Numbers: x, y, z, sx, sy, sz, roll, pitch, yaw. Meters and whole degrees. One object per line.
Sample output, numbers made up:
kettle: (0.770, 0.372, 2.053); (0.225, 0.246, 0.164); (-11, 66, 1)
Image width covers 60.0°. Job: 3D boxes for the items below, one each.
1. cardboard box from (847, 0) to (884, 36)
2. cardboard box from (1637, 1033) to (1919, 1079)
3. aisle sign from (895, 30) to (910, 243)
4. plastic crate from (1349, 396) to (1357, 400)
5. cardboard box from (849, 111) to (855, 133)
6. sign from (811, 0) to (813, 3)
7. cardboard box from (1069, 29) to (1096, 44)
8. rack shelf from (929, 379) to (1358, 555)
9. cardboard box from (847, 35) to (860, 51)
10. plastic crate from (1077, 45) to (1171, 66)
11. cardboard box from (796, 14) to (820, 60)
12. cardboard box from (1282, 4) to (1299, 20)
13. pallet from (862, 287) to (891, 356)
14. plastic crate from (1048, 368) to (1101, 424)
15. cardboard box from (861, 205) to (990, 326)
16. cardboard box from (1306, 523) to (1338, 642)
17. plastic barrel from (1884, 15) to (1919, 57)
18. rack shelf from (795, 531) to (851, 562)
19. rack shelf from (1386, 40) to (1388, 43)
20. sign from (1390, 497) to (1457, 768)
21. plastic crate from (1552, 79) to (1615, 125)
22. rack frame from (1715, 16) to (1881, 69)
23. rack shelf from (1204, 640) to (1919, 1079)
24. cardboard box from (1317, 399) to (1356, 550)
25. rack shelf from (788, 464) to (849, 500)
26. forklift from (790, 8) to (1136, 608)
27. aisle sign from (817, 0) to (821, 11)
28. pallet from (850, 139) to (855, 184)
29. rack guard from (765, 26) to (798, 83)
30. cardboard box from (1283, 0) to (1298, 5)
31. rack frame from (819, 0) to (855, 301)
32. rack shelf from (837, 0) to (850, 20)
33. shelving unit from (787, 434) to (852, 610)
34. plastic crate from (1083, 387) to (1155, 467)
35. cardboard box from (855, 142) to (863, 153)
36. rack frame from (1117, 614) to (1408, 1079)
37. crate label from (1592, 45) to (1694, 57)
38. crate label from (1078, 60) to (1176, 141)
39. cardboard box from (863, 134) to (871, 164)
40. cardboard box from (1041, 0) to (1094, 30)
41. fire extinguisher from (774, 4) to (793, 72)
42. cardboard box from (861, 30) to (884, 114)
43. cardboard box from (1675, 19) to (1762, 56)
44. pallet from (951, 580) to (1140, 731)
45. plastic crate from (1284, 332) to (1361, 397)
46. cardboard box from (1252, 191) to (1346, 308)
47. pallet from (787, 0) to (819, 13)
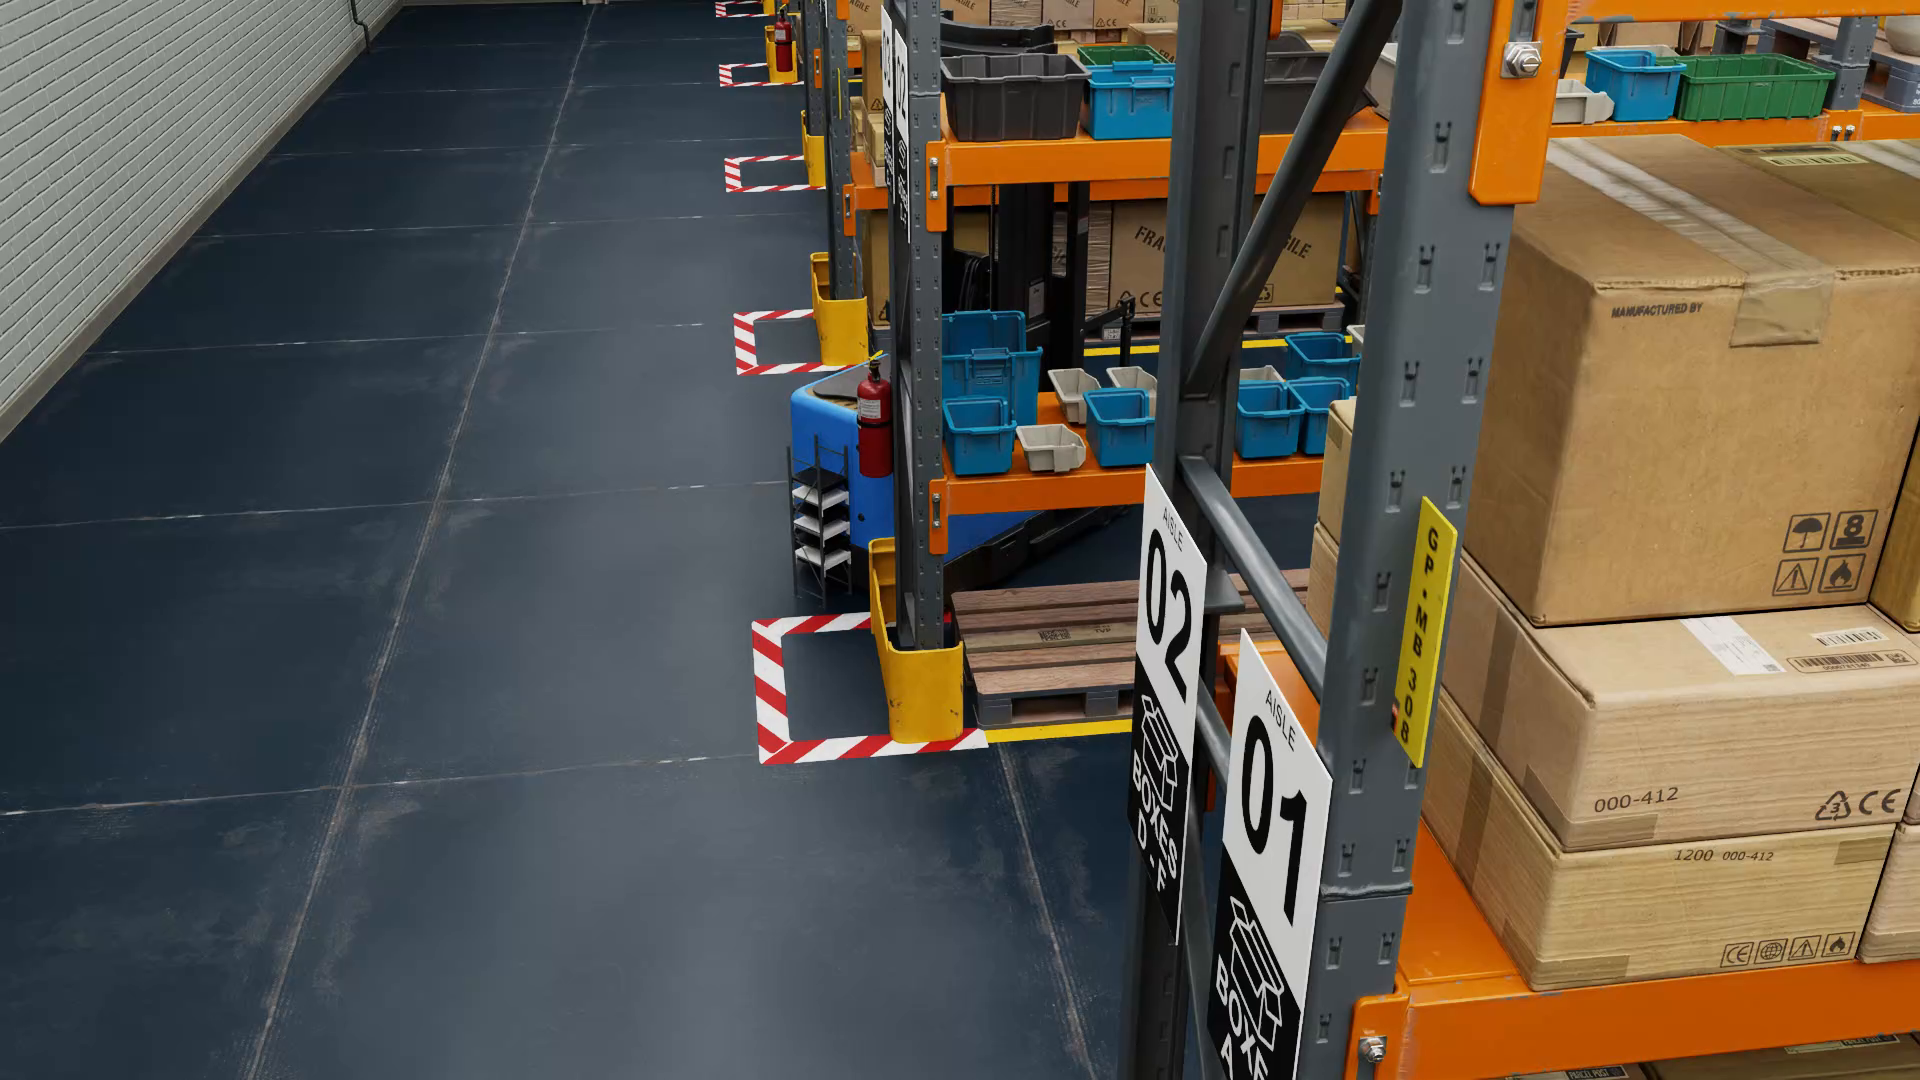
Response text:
cardboard box: (-1.006, -5.216, 16.195); (0.500, 0.500, 0.500); (-2, 27, -5)
cardboard box: (1.471, 1.156, 3.006); (0.500, 0.500, 0.500); (-3, 27, -7)
aisle sign: (-0.238, -1.666, 6.864); (0.004, 0.787, 0.394); (-4, 27, -7)
plastic crate: (2.071, -0.565, 7.789); (0.466, 0.136, 0.293); (-4, 27, -7)
cardboard box: (-1.006, -4.349, 17.278); (0.250, 0.149, 0.380); (-4, 27, -8)
sign: (-1.413, -5.276, 15.798); (0.005, 0.325, 0.100); (-4, 27, -7)
cardboard box: (1.186, -5.063, 16.607); (0.250, 0.149, 0.380); (-5, 28, -9)
rack shelf: (1.773, -0.455, 8.140); (4.000, 0.370, 1.077); (-4, 27, -7)
cardboard box: (-1.122, -4.897, 16.283); (0.250, 0.149, 0.380); (-4, 27, -8)
plastic crate: (0.729, -2.080, 7.465); (0.336, 0.188, 0.450); (-4, 27, -7)
cardboard box: (-1.639, -6.501, 21.481); (0.875, 0.438, 0.875); (-5, 28, -9)
cardboard box: (3.200, -5.303, 16.614); (0.250, 0.149, 0.380); (-3, 27, -6)
pallet: (-0.117, -1.733, 12.896); (1.213, 0.211, 1.003); (-4, 27, -7)
plastic crate: (0.575, -0.691, 8.035); (0.243, 0.136, 0.396); (-4, 27, -7)
cardboard box: (-0.275, -2.206, 12.630); (0.875, 0.875, 0.875); (-4, 27, -7)
cardboard box: (0.951, 0.172, 3.009); (0.500, 0.250, 0.500); (-4, 27, -7)
plastic barrel: (4.309, -2.405, 7.256); (0.433, 0.535, 0.433); (0, 27, 0)
rack shelf: (-0.753, 0.015, 9.005); (0.258, 0.077, 0.200); (21, 34, 35)
rack shelf: (4.453, -5.198, 17.382); (4.000, 0.370, 1.077); (-4, 27, -7)
sign: (0.554, 0.113, 2.001); (0.005, 0.325, 0.100); (-4, 27, -7)
plastic crate: (2.547, -1.867, 7.106); (0.466, 0.136, 0.293); (-4, 27, -7)
rack frame: (3.753, -3.572, 6.854); (0.127, 3.000, 1.000); (-4, 27, -7)
rack shelf: (2.459, 0.450, 3.090); (4.000, 0.370, 1.077); (-4, 27, -7)
cardboard box: (0.952, -0.047, 2.887); (0.500, 0.250, 0.500); (-4, 27, -7)
rack shelf: (-0.753, -0.305, 8.841); (0.258, 0.077, 0.200); (21, 34, 35)
forklift: (0.406, -1.521, 9.504); (1.130, 2.935, 3.031); (21, 34, 35)
aisle sign: (-1.011, -4.175, 11.753); (0.004, 0.787, 0.394); (-4, 27, -7)
pallet: (-0.604, -3.936, 17.189); (1.213, 0.211, 1.003); (-4, 27, -7)
rack guard: (-2.302, -6.254, 21.390); (0.348, 0.500, 1.175); (-4, 27, -7)
cardboard box: (3.183, -5.432, 16.541); (0.250, 0.149, 0.380); (-4, 27, -8)
rack frame: (-0.898, -2.887, 12.091); (0.127, 3.000, 1.000); (-4, 27, -7)
rack shelf: (1.083, -4.029, 11.819); (4.000, 0.370, 1.077); (-4, 27, -7)
shelving unit: (-0.753, -0.095, 8.949); (0.258, 0.900, 0.210); (21, 34, 35)
plastic crate: (0.735, -0.509, 7.574); (0.300, 0.233, 0.416); (-4, 27, -7)
cardboard box: (-0.925, -3.943, 16.812); (0.250, 0.149, 0.380); (-3, 27, -6)
rack frame: (0.479, 1.591, 3.363); (0.127, 3.000, 1.000); (-4, 27, -7)
crate label: (3.228, -2.219, 7.793); (0.466, 0.136, 0.293); (-4, 27, -7)
crate label: (0.751, -1.829, 6.907); (0.502, 0.251, 0.408); (-4, 27, -7)
cardboard box: (-0.591, -2.947, 12.483); (0.250, 0.149, 0.380); (-3, 27, -6)
cardboard box: (1.026, -5.345, 16.446); (0.500, 0.500, 0.500); (-4, 27, -7)
fire extinguisher: (-1.802, -5.128, 16.952); (0.183, 0.674, 0.296); (-4, 27, -7)
cardboard box: (-0.452, -3.436, 12.178); (0.500, 0.500, 0.500); (-3, 27, -6)
cardboard box: (5.652, -3.808, 12.677); (0.637, 0.503, 0.797); (-3, 27, -6)
pallet: (0.614, 0.557, 8.432); (1.213, 0.211, 1.003); (-4, 27, -7)
plastic crate: (1.790, -0.847, 8.233); (0.300, 0.233, 0.416); (-4, 27, -7)
cardboard box: (2.399, -2.377, 12.965); (0.875, 0.875, 0.875); (-4, 27, -7)
pallet: (-2.109, -8.426, 25.941); (1.213, 0.211, 1.003); (-4, 27, -7)
